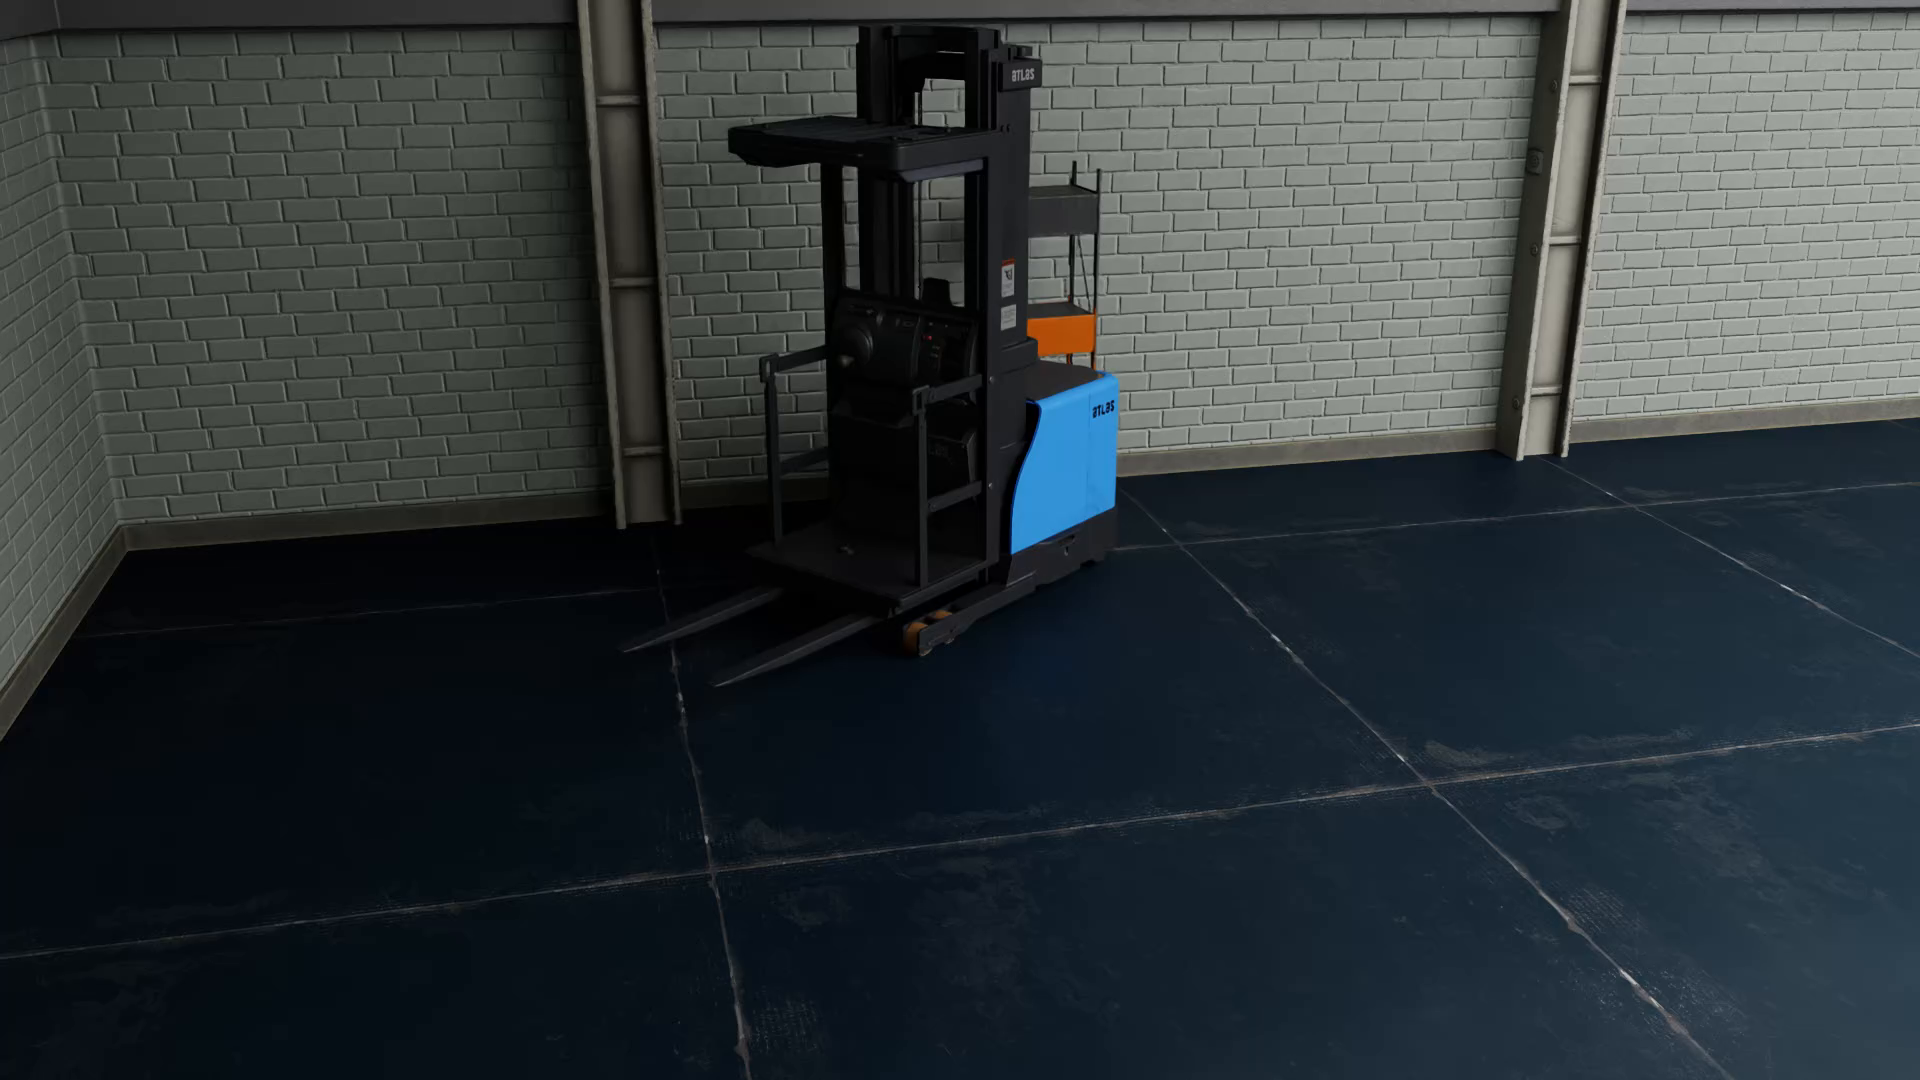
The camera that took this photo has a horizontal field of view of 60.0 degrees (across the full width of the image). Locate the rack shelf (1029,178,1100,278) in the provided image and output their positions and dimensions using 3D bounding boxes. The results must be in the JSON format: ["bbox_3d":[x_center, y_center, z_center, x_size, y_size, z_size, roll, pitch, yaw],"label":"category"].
[{"bbox_3d":[0.506,-1.812,9.713,0.480,0.518,0.431,-7,21,-18],"label":"rack shelf"}]

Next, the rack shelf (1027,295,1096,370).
[{"bbox_3d":[0.506,-1.155,9.954,0.480,0.518,0.431,-7,21,-18],"label":"rack shelf"}]

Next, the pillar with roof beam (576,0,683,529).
[{"bbox_3d":[-0.916,-2.917,4.695,0.400,9.000,9.100,-5,21,-12],"label":"pillar with roof beam"}]

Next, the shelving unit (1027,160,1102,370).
[{"bbox_3d":[0.506,-1.168,9.949,0.503,2.100,0.431,-7,21,-18],"label":"shelving unit"}]

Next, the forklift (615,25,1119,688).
[{"bbox_3d":[-0.413,-0.994,8.267,1.130,2.935,3.031,15,25,36],"label":"forklift"}]

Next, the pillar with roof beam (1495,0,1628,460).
[{"bbox_3d":[4.923,-3.392,5.991,0.400,9.000,9.100,-5,21,-12],"label":"pillar with roof beam"}]

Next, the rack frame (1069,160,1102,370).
[{"bbox_3d":[0.737,-1.195,10.024,0.015,2.100,0.400,-7,21,-18],"label":"rack frame"}]
